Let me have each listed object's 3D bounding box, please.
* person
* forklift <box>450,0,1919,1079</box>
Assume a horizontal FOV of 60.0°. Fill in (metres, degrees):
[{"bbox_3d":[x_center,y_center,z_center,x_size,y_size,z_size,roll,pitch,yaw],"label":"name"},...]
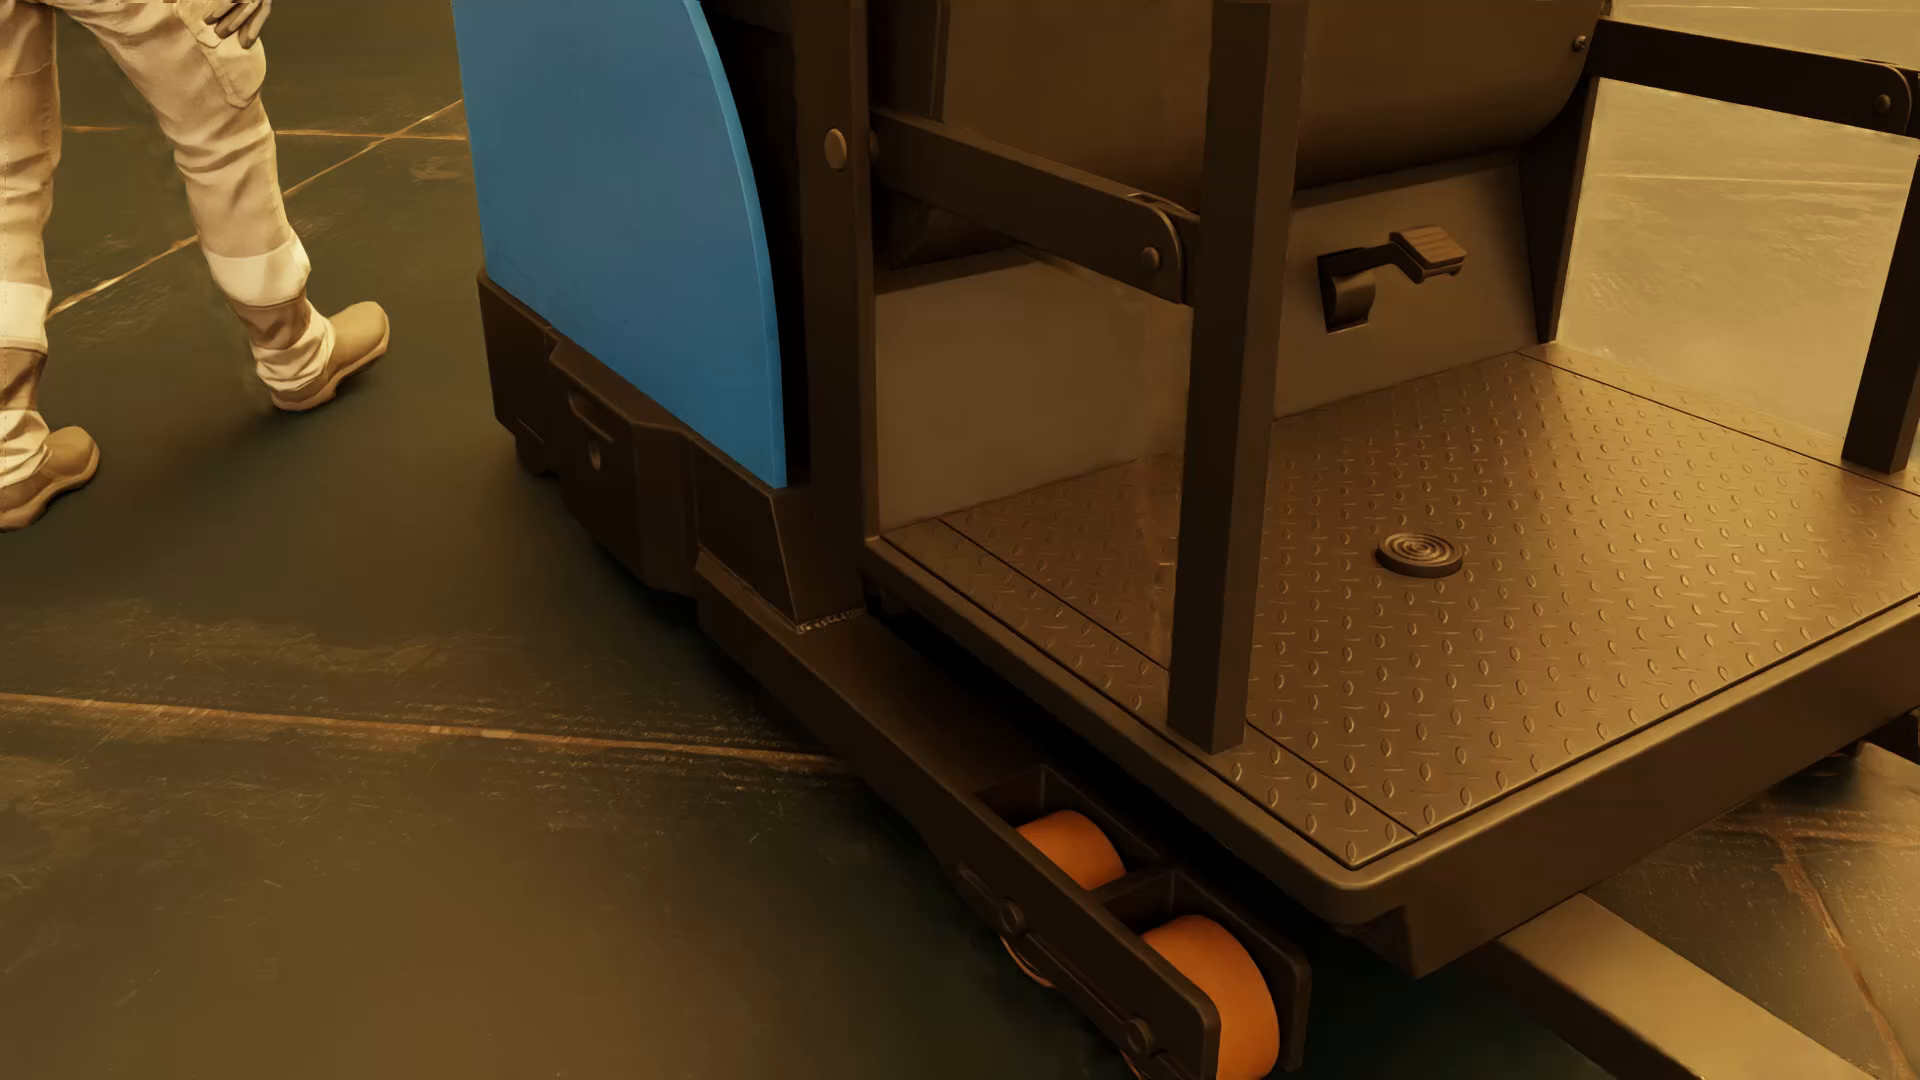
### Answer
[{"bbox_3d":[-1.287,-0.950,2.473,0.730,1.753,0.801,2,27,4],"label":"person"},{"bbox_3d":[0.463,-1.049,1.319,1.130,2.935,3.031,-17,31,-30],"label":"forklift"}]
